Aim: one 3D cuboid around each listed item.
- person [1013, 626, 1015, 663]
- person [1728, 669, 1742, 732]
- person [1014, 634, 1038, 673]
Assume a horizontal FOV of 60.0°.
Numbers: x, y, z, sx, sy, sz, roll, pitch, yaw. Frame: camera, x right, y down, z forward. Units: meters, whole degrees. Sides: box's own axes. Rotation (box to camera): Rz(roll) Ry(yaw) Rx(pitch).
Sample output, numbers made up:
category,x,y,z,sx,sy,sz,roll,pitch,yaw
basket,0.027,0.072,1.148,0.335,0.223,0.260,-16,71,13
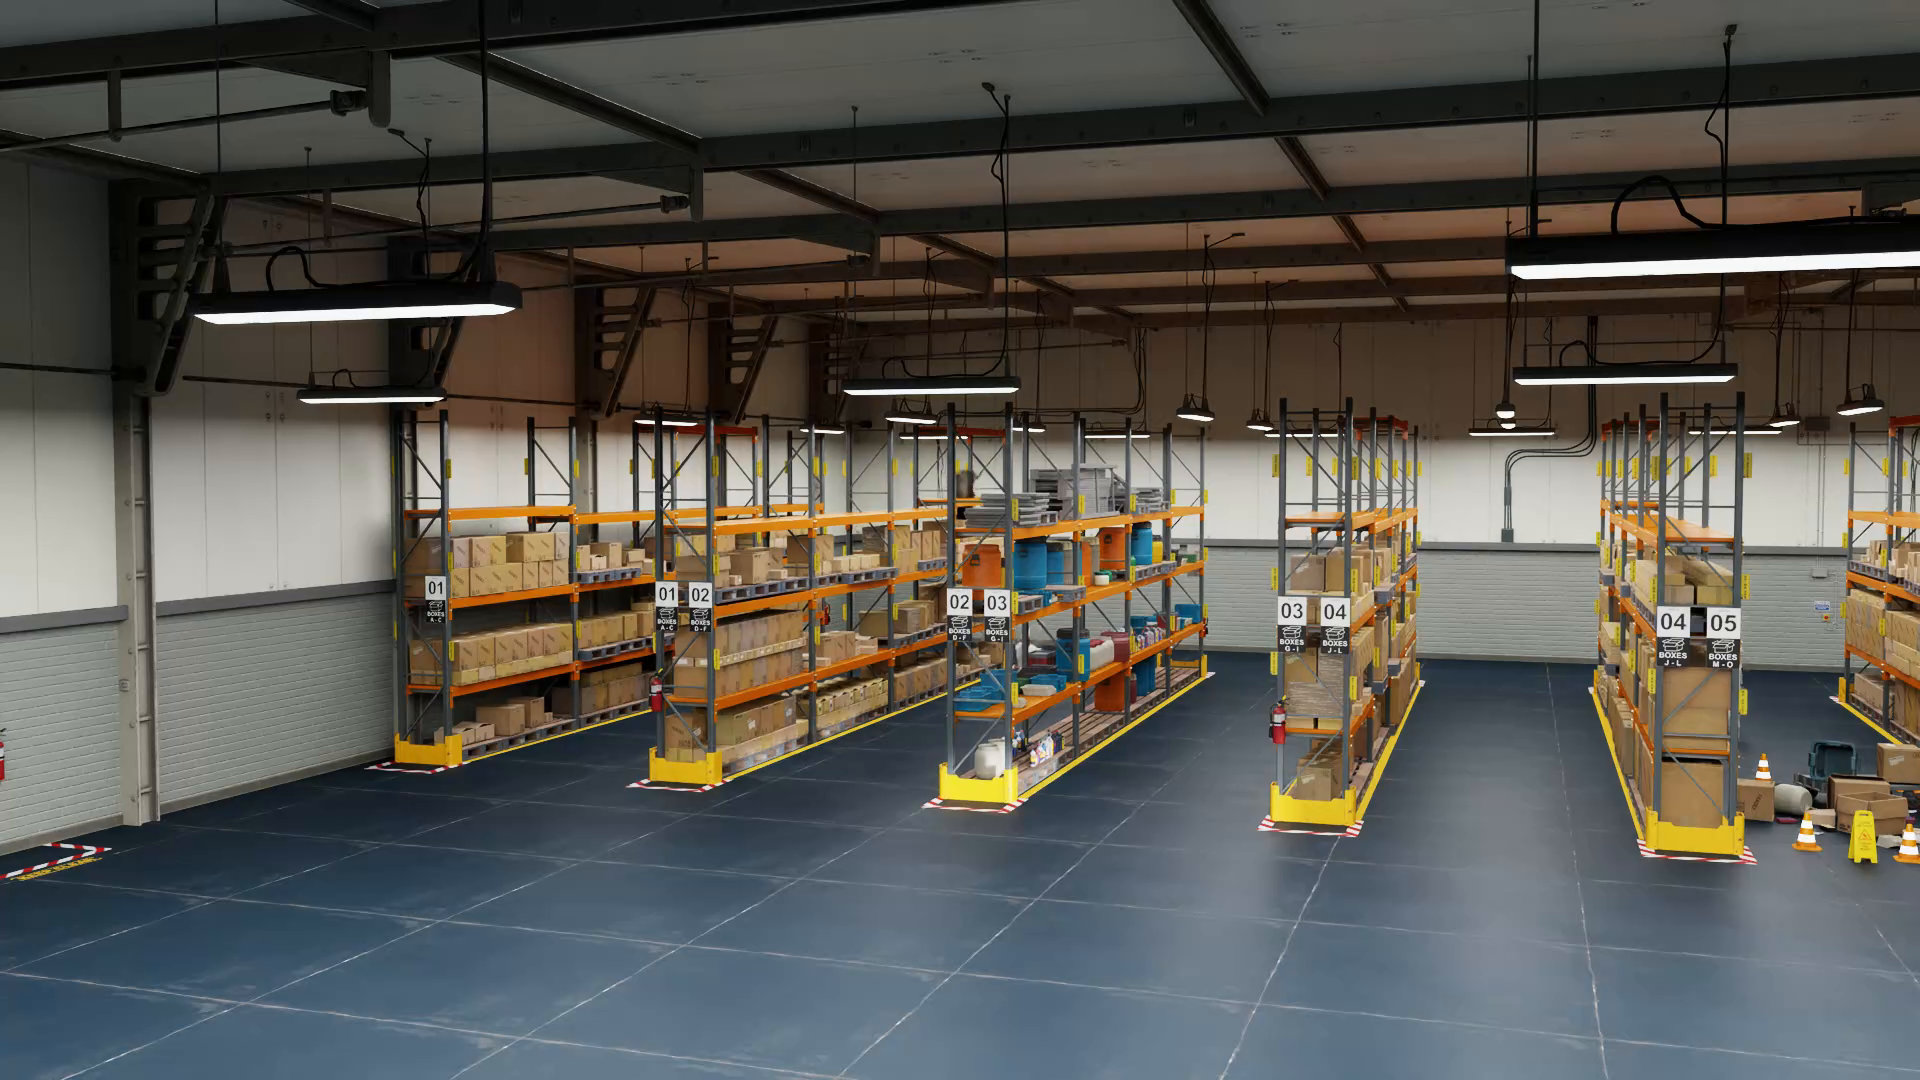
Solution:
category,x,y,z,sx,sy,sz,roll,pitch,yaw
person,1.128,2.301,43.004,0.650,1.725,0.839,-2,3,-34
person,14.525,2.868,31.609,0.672,1.585,1.008,0,2,4
person,1.366,2.693,34.235,0.737,1.627,0.982,1,3,26
